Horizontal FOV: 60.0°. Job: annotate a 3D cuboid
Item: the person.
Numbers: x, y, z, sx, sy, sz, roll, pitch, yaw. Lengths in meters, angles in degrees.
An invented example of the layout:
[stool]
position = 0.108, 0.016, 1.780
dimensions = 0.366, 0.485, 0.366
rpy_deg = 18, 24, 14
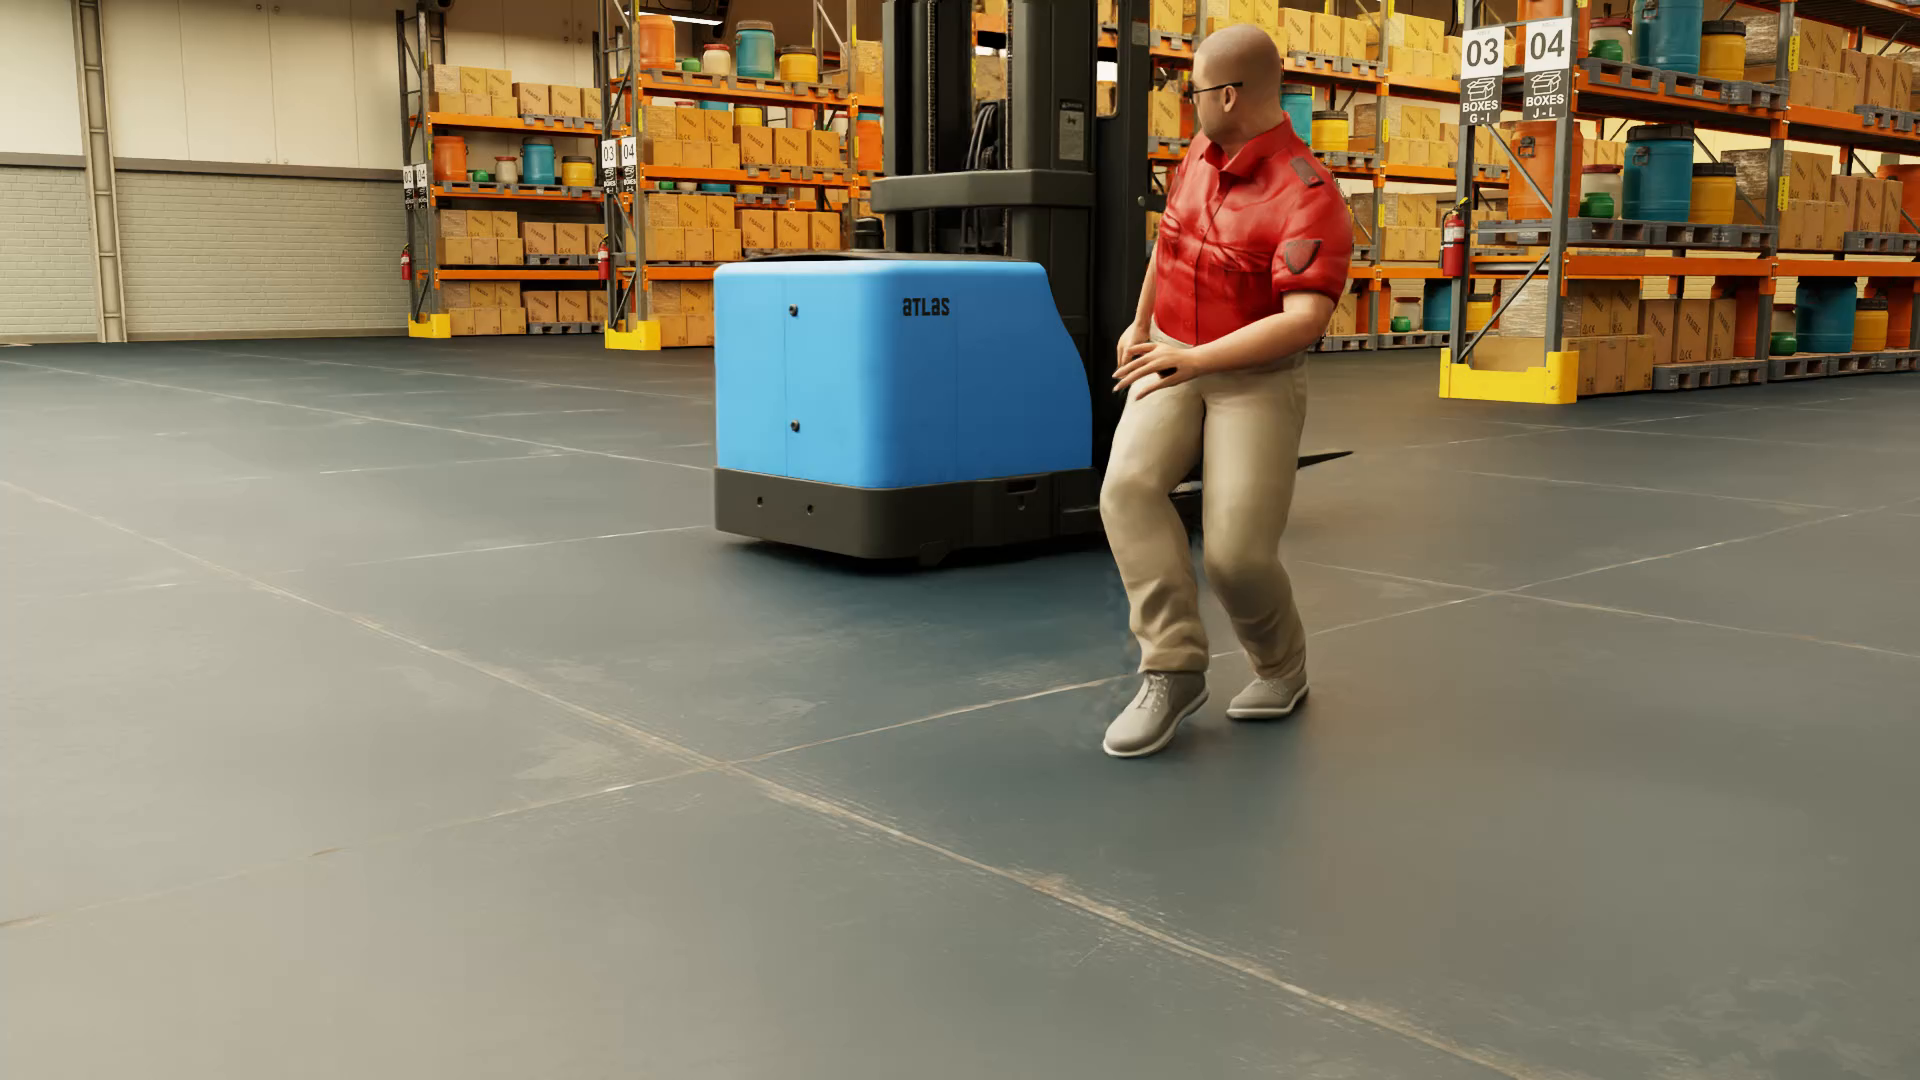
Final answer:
[person]
position = 0.501, -0.346, 3.770
dimensions = 0.774, 1.560, 0.797
rpy_deg = 7, 11, 39

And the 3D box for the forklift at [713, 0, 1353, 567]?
[forklift]
position = 0.490, -1.521, 6.782
dimensions = 3.031, 2.935, 1.130
rpy_deg = -8, 12, -42
